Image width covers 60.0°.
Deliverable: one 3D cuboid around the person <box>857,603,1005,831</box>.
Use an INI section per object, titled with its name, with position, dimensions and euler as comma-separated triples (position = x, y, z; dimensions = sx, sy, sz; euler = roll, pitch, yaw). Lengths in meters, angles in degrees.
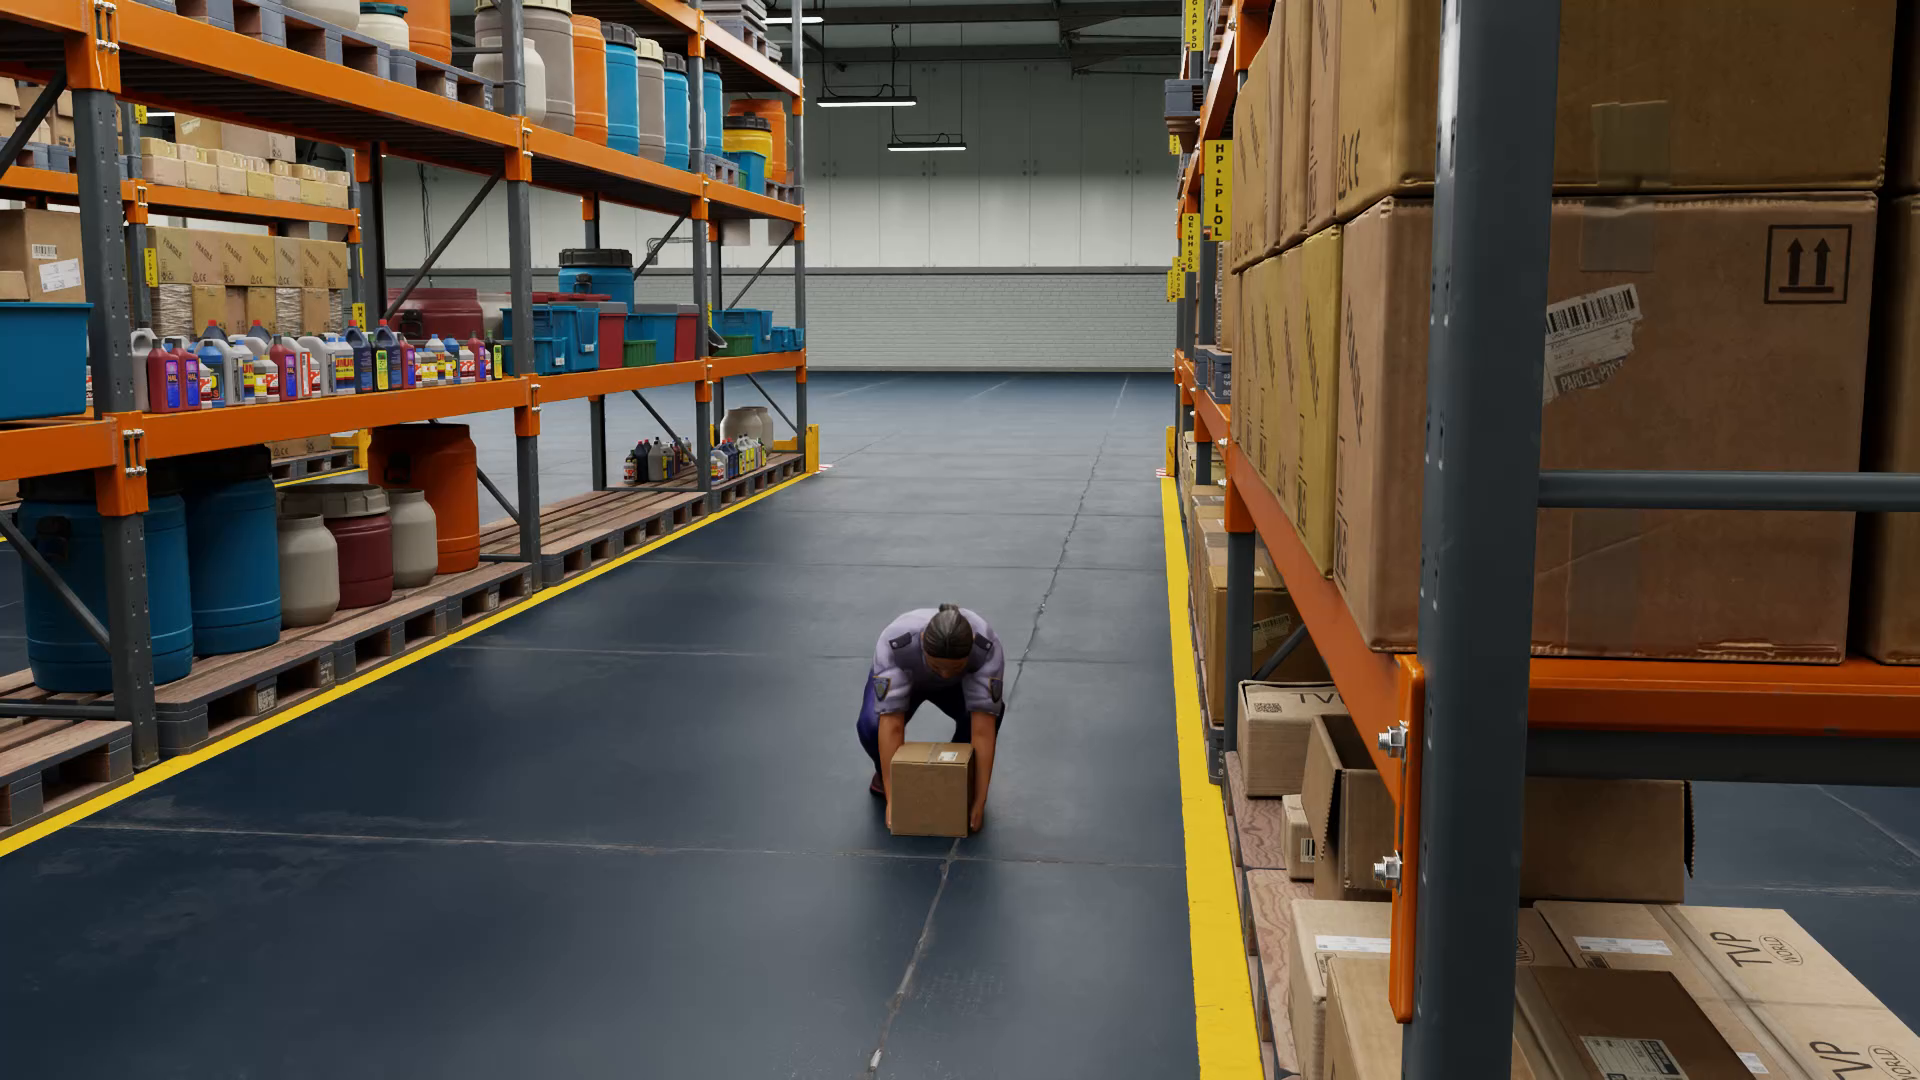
[person]
position = -0.103, 0.583, 5.764
dimensions = 0.508, 0.784, 0.854
euler = 0, 8, -2
